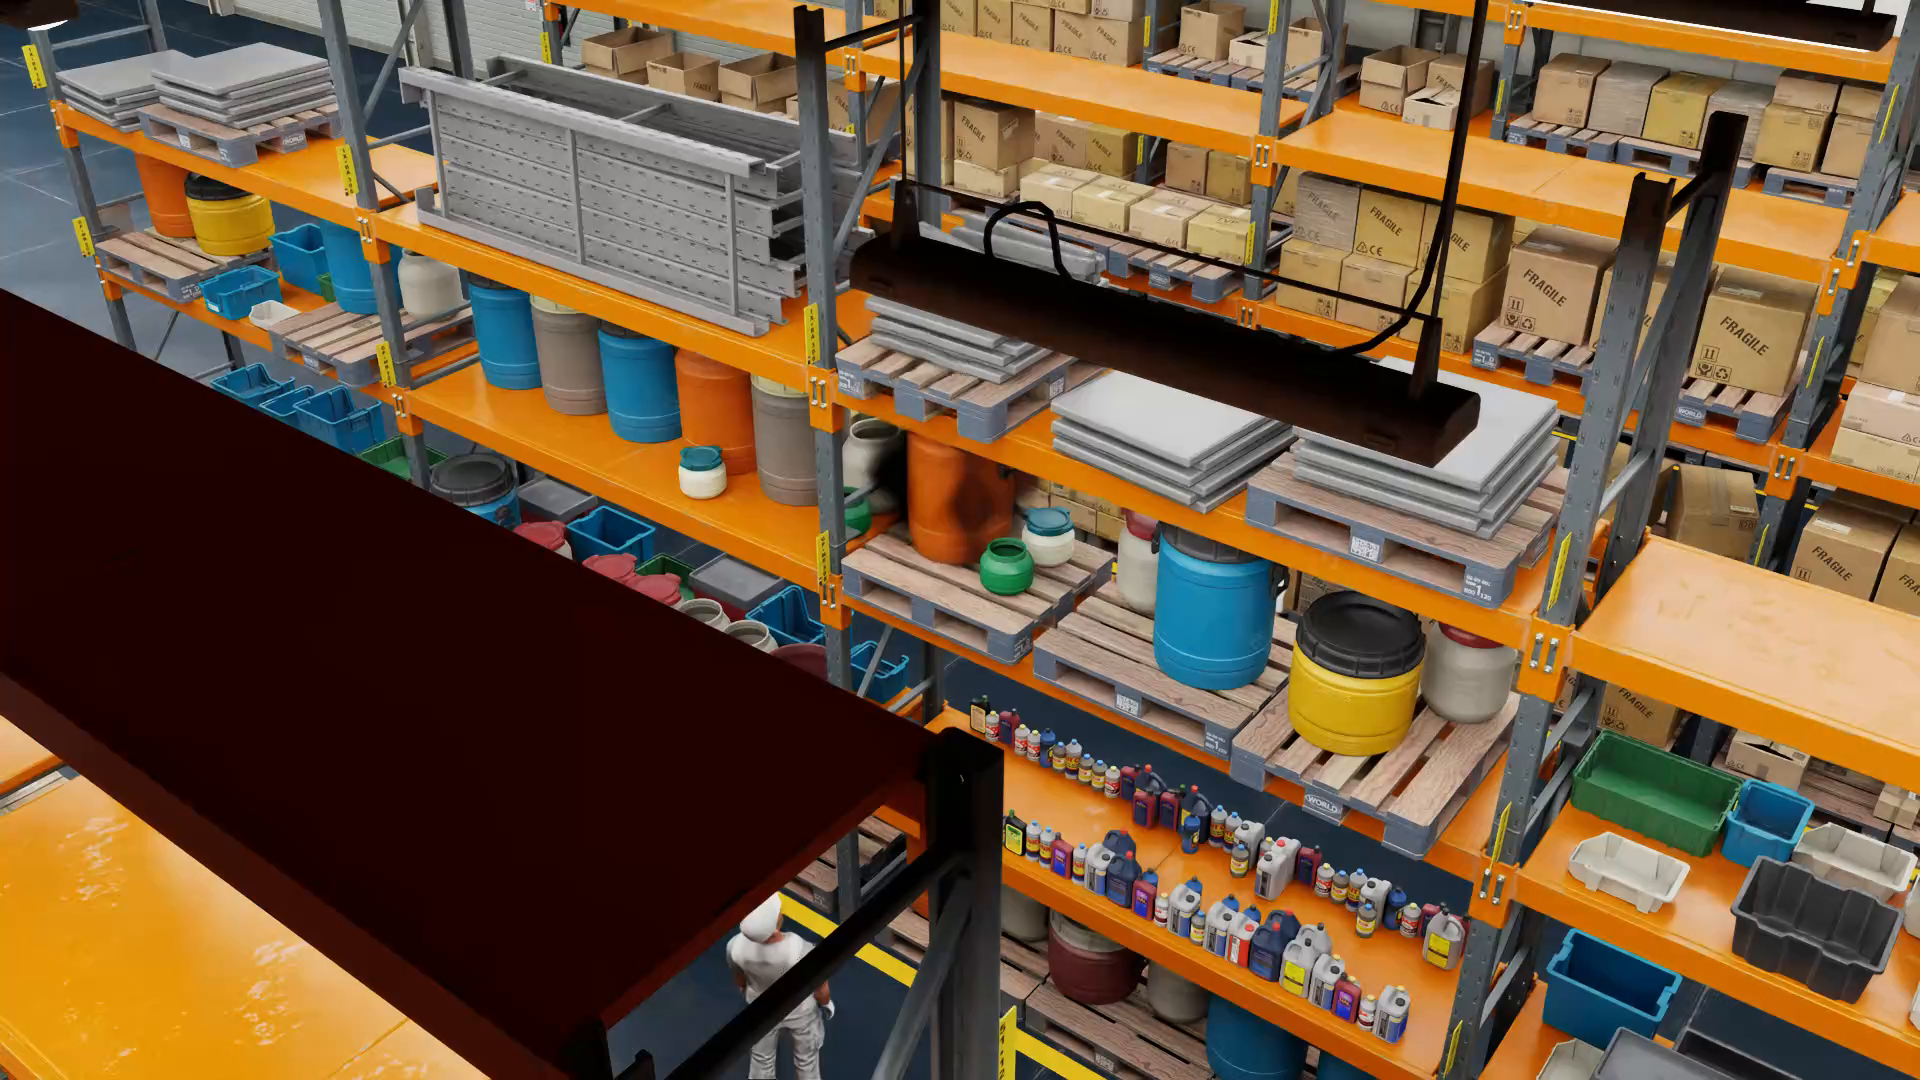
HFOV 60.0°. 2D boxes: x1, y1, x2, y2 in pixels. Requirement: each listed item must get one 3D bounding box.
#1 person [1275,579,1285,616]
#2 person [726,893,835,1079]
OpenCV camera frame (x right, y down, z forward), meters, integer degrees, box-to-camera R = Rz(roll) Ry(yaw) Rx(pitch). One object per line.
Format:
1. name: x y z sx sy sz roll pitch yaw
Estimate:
1. person: 2.175 0.493 12.788 0.612 1.757 0.619 5 32 9
2. person: -0.996 2.616 9.324 0.584 1.797 0.470 -2 31 -3
